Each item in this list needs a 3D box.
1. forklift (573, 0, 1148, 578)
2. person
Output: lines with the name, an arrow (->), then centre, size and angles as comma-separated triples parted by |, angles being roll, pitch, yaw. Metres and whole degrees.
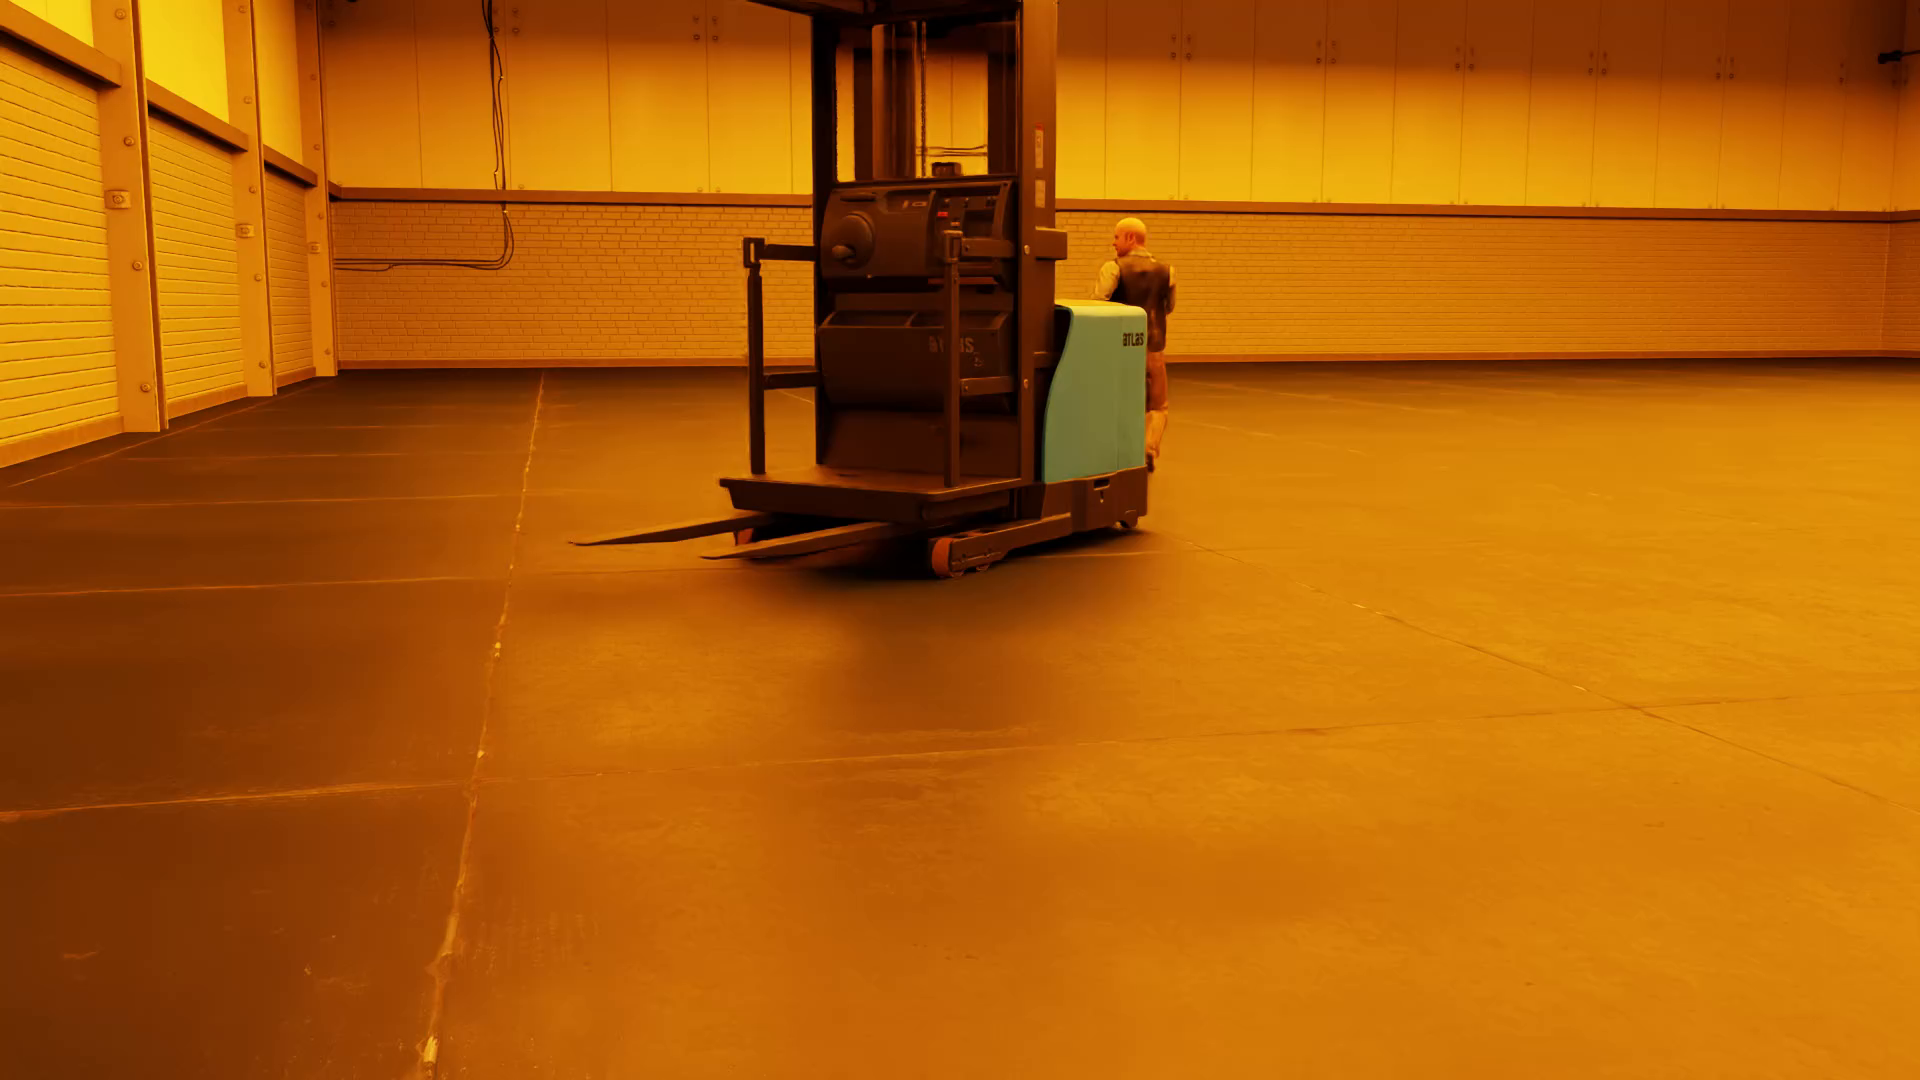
forklift -> -0.308, -1.372, 6.935 | 1.130, 2.935, 3.031 | 5, 9, 32
person -> 1.074, -1.202, 10.501 | 0.573, 1.638, 0.865 | 1, 8, 5
